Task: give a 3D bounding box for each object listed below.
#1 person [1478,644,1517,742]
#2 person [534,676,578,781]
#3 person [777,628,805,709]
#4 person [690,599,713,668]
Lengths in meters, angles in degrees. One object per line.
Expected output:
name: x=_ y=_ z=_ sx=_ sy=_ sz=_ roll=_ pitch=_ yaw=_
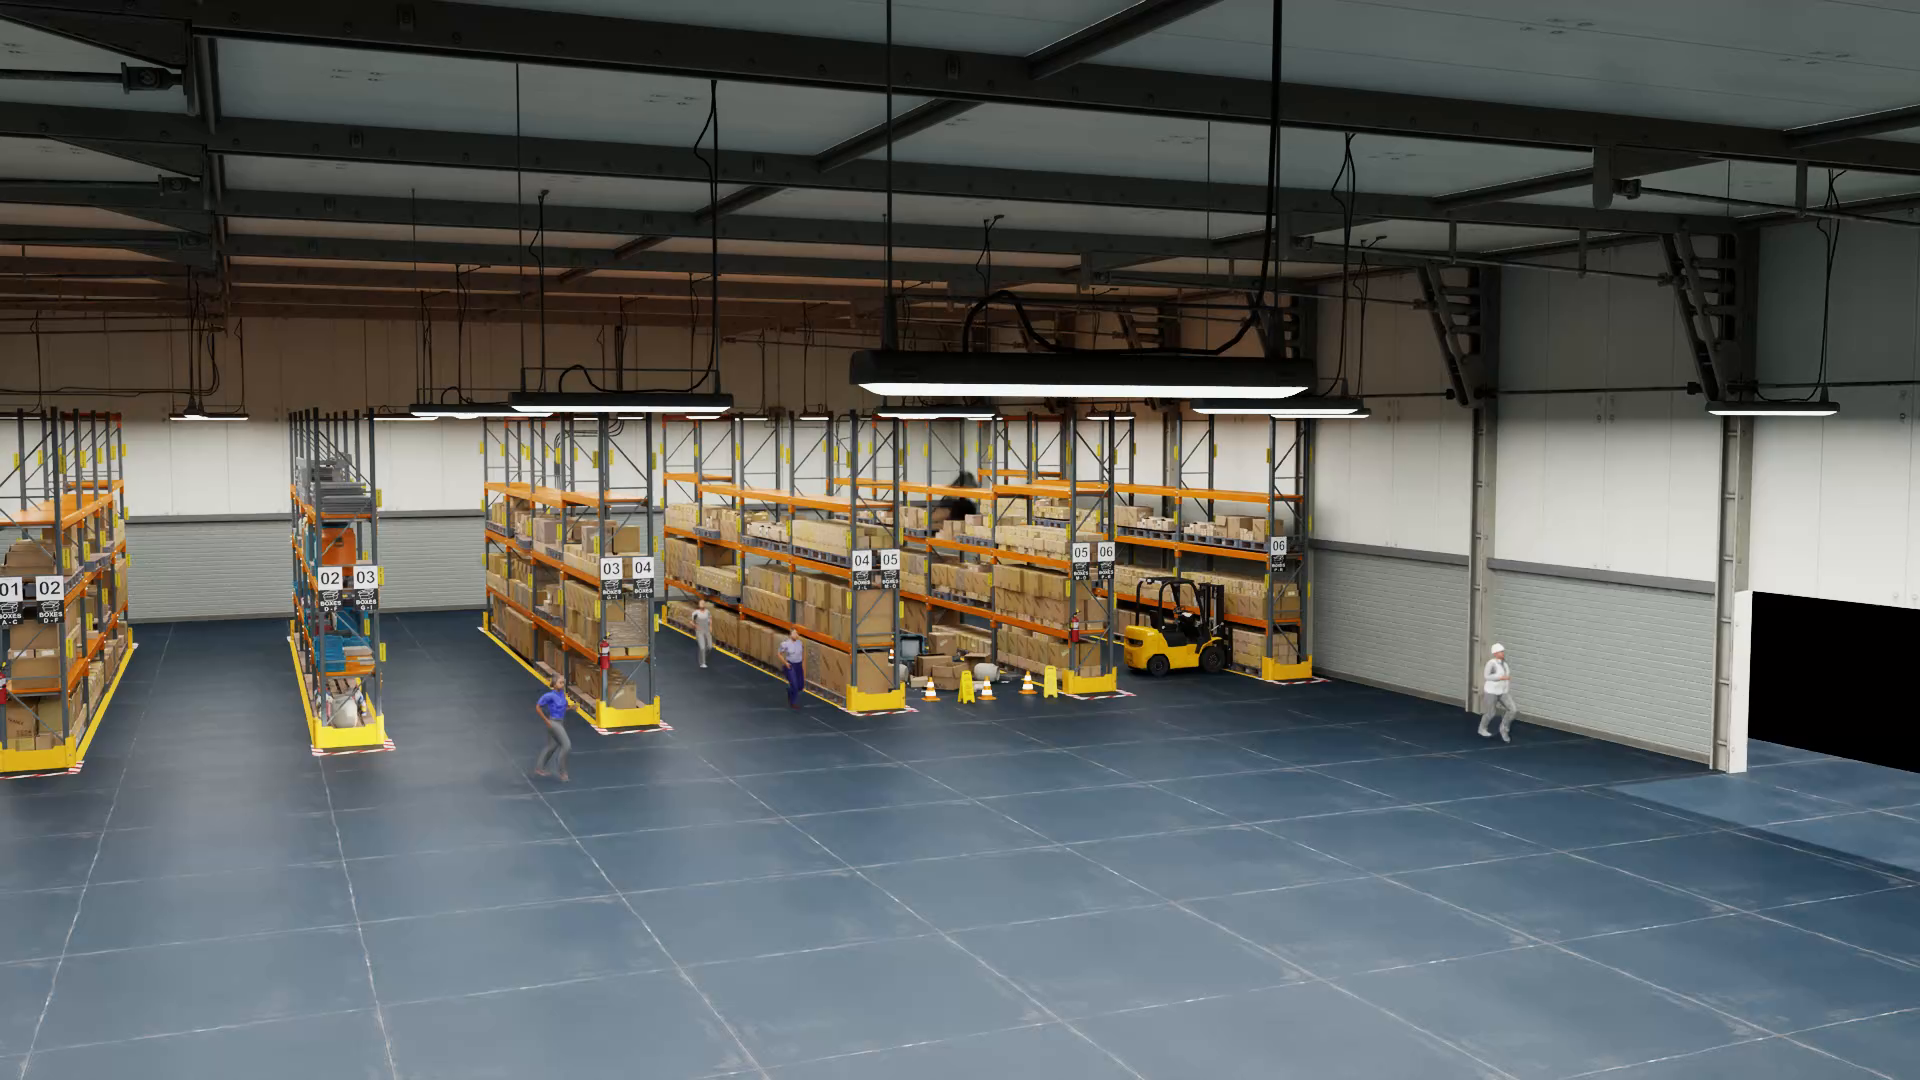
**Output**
person: x=9.650 y=2.753 z=29.959 sx=0.640 sy=1.795 sz=0.777 roll=-2 pitch=5 yaw=-28
person: x=-6.503 y=3.042 z=26.769 sx=0.737 sy=1.724 sz=0.546 roll=0 pitch=4 yaw=6
person: x=-3.397 y=2.583 z=33.522 sx=0.625 sy=1.592 sz=0.593 roll=-3 pitch=5 yaw=-36
person: x=-6.036 y=2.180 z=38.968 sx=0.561 sy=1.620 sz=0.584 roll=-2 pitch=5 yaw=-30
